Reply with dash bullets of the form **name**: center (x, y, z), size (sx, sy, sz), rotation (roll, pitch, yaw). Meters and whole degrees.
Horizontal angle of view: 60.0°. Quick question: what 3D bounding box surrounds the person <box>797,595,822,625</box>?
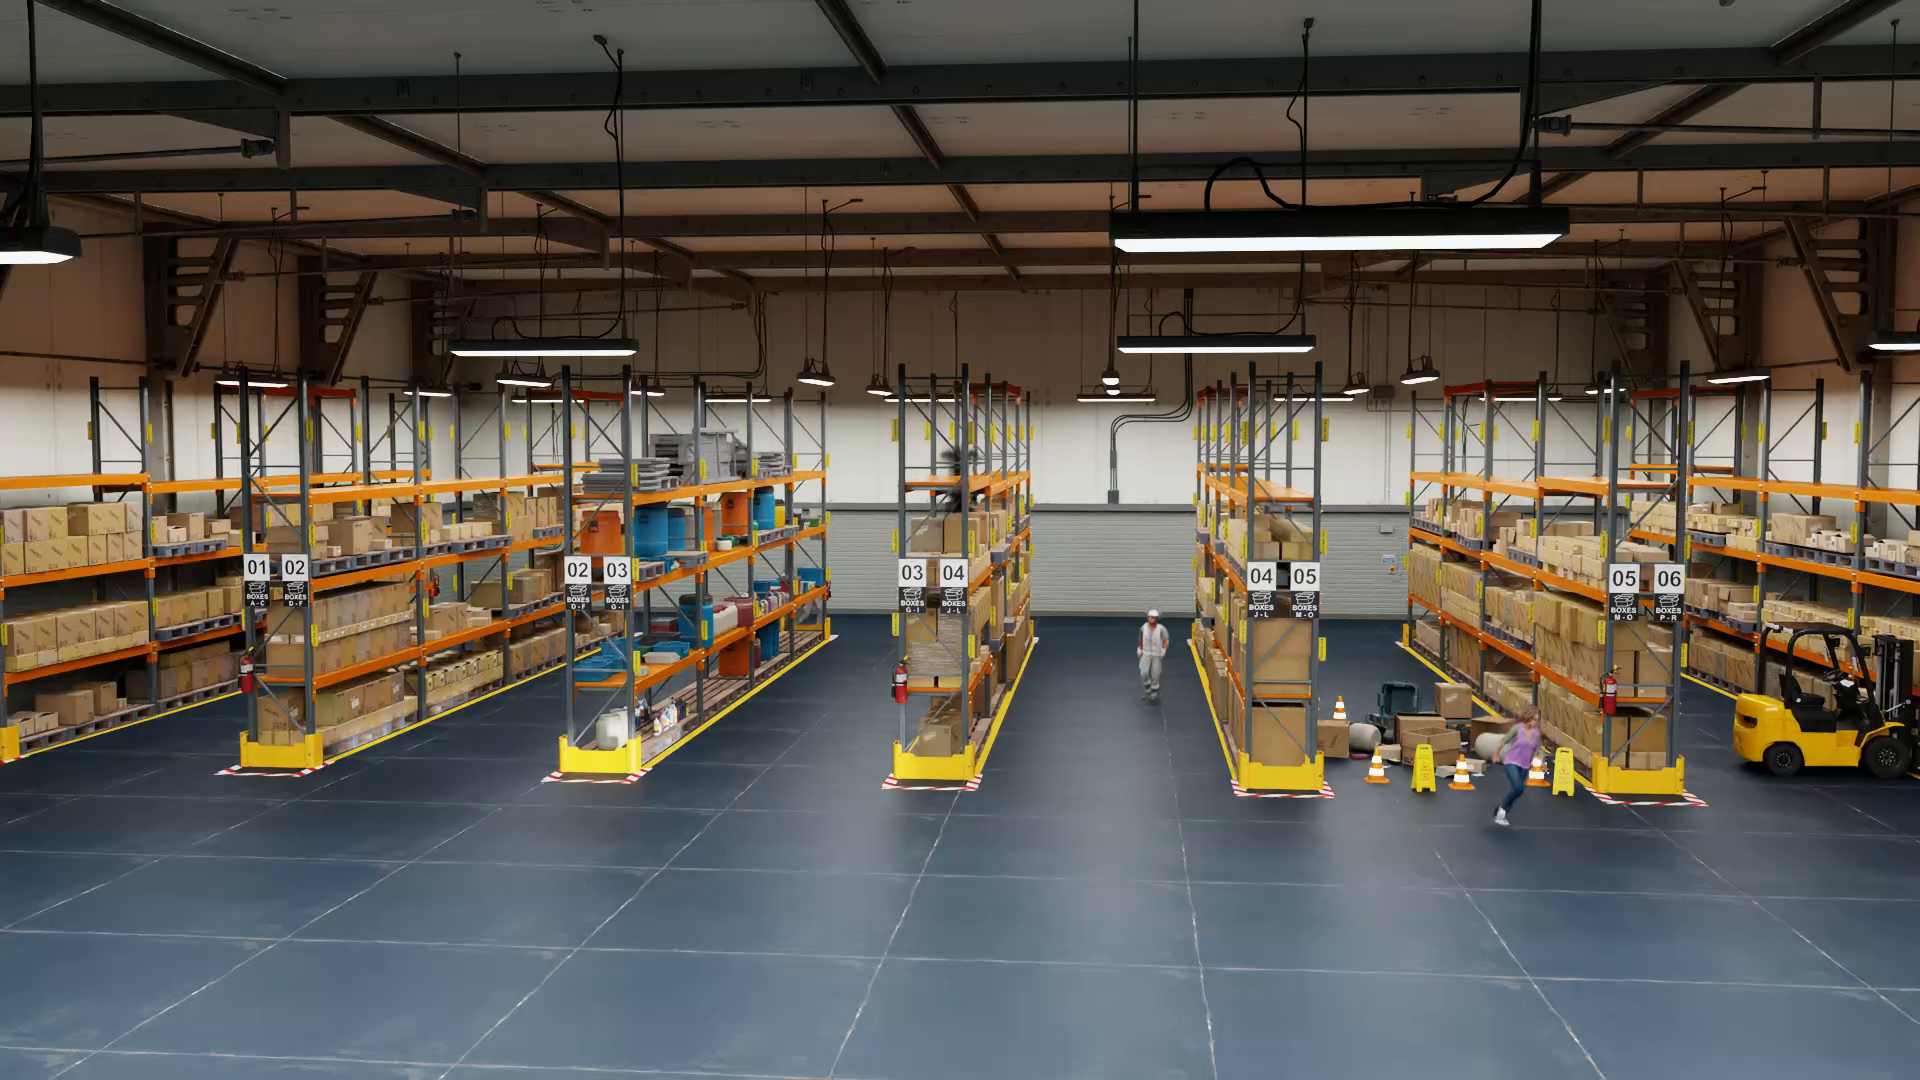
- **person**: center (-3.760, 1.492, 42.290), size (0.802, 1.606, 0.636), rotation (2, 4, 24)

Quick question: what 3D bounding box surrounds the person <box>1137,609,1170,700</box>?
- **person**: center (3.555, 2.142, 30.765), size (0.654, 1.734, 0.807), rotation (1, 4, 15)

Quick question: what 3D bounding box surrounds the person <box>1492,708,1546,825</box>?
- **person**: center (7.110, 2.881, 21.087), size (0.520, 1.525, 0.694), rotation (-1, 4, -19)
